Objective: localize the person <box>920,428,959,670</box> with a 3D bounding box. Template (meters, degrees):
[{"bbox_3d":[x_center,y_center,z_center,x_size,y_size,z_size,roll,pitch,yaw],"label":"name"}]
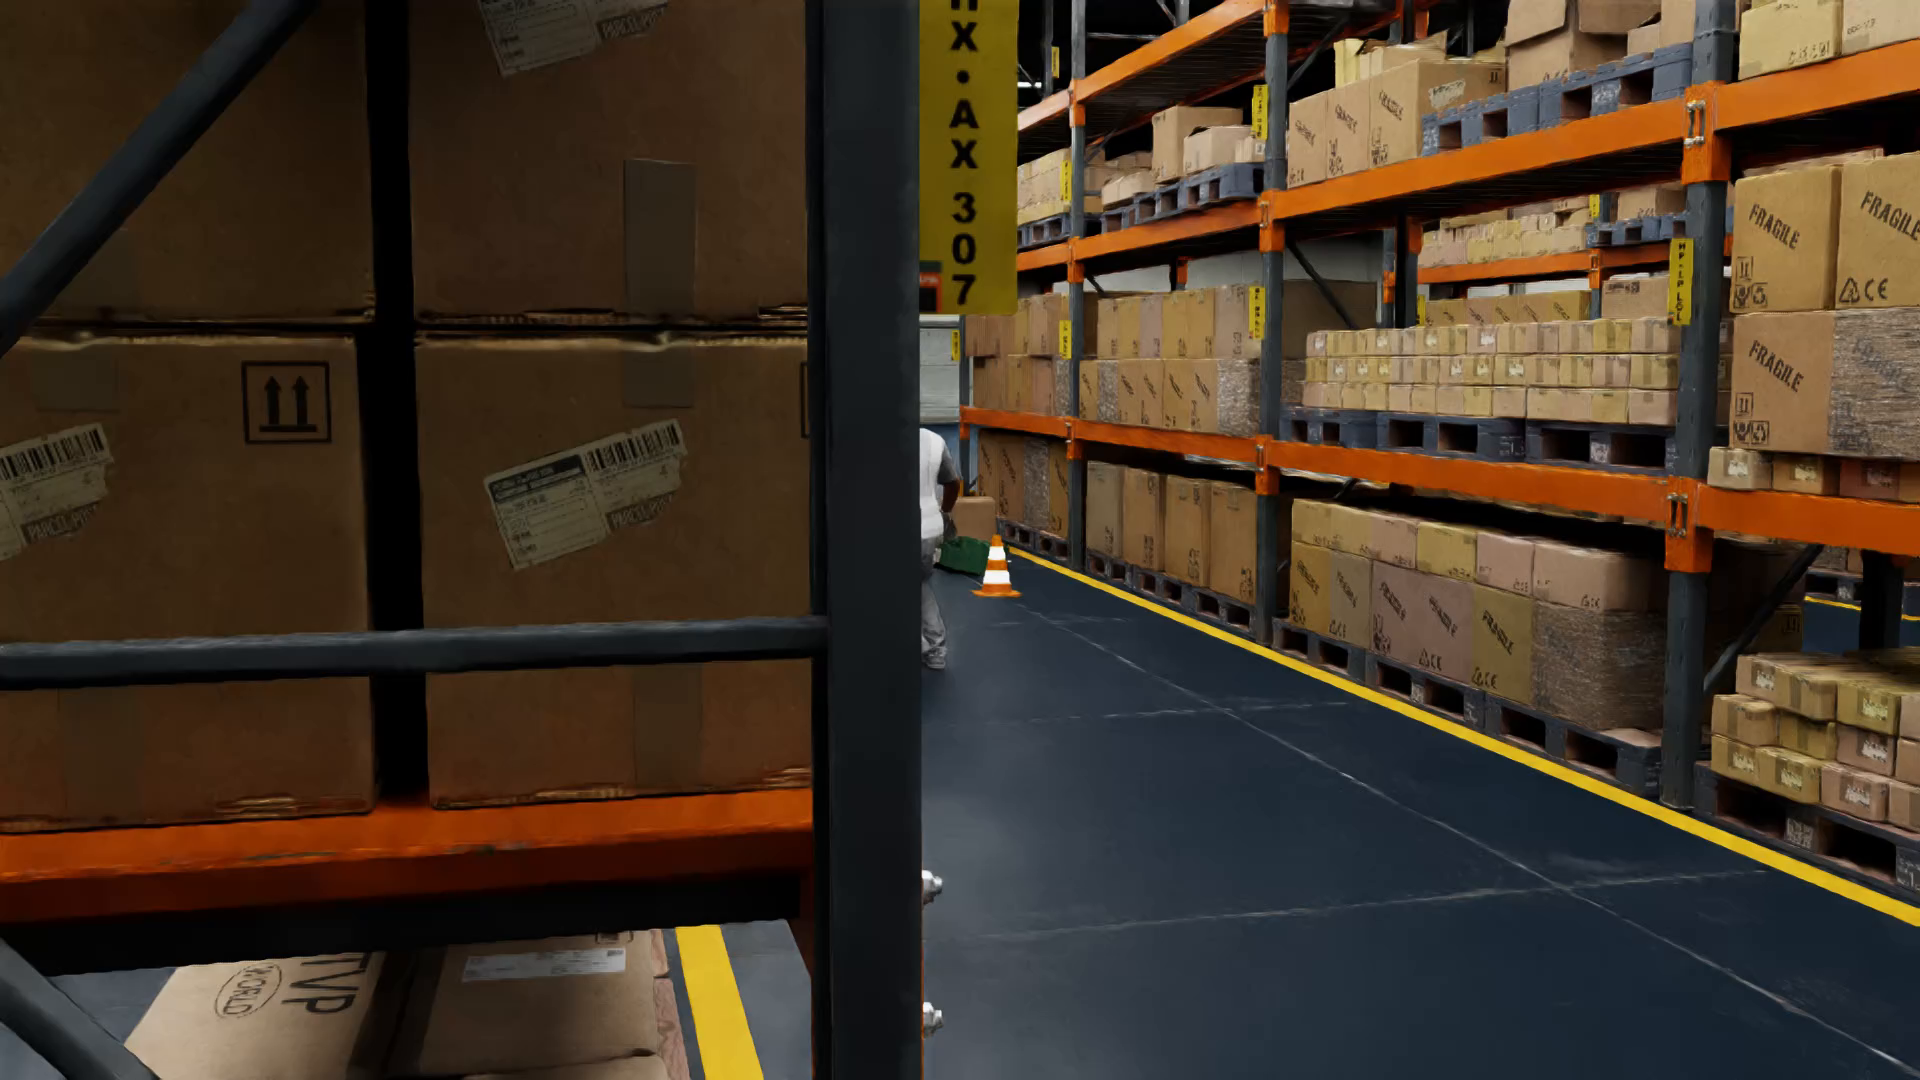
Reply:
[{"bbox_3d":[-0.305,-0.067,9.454,0.848,1.678,0.501,-5,8,-39],"label":"person"}]
